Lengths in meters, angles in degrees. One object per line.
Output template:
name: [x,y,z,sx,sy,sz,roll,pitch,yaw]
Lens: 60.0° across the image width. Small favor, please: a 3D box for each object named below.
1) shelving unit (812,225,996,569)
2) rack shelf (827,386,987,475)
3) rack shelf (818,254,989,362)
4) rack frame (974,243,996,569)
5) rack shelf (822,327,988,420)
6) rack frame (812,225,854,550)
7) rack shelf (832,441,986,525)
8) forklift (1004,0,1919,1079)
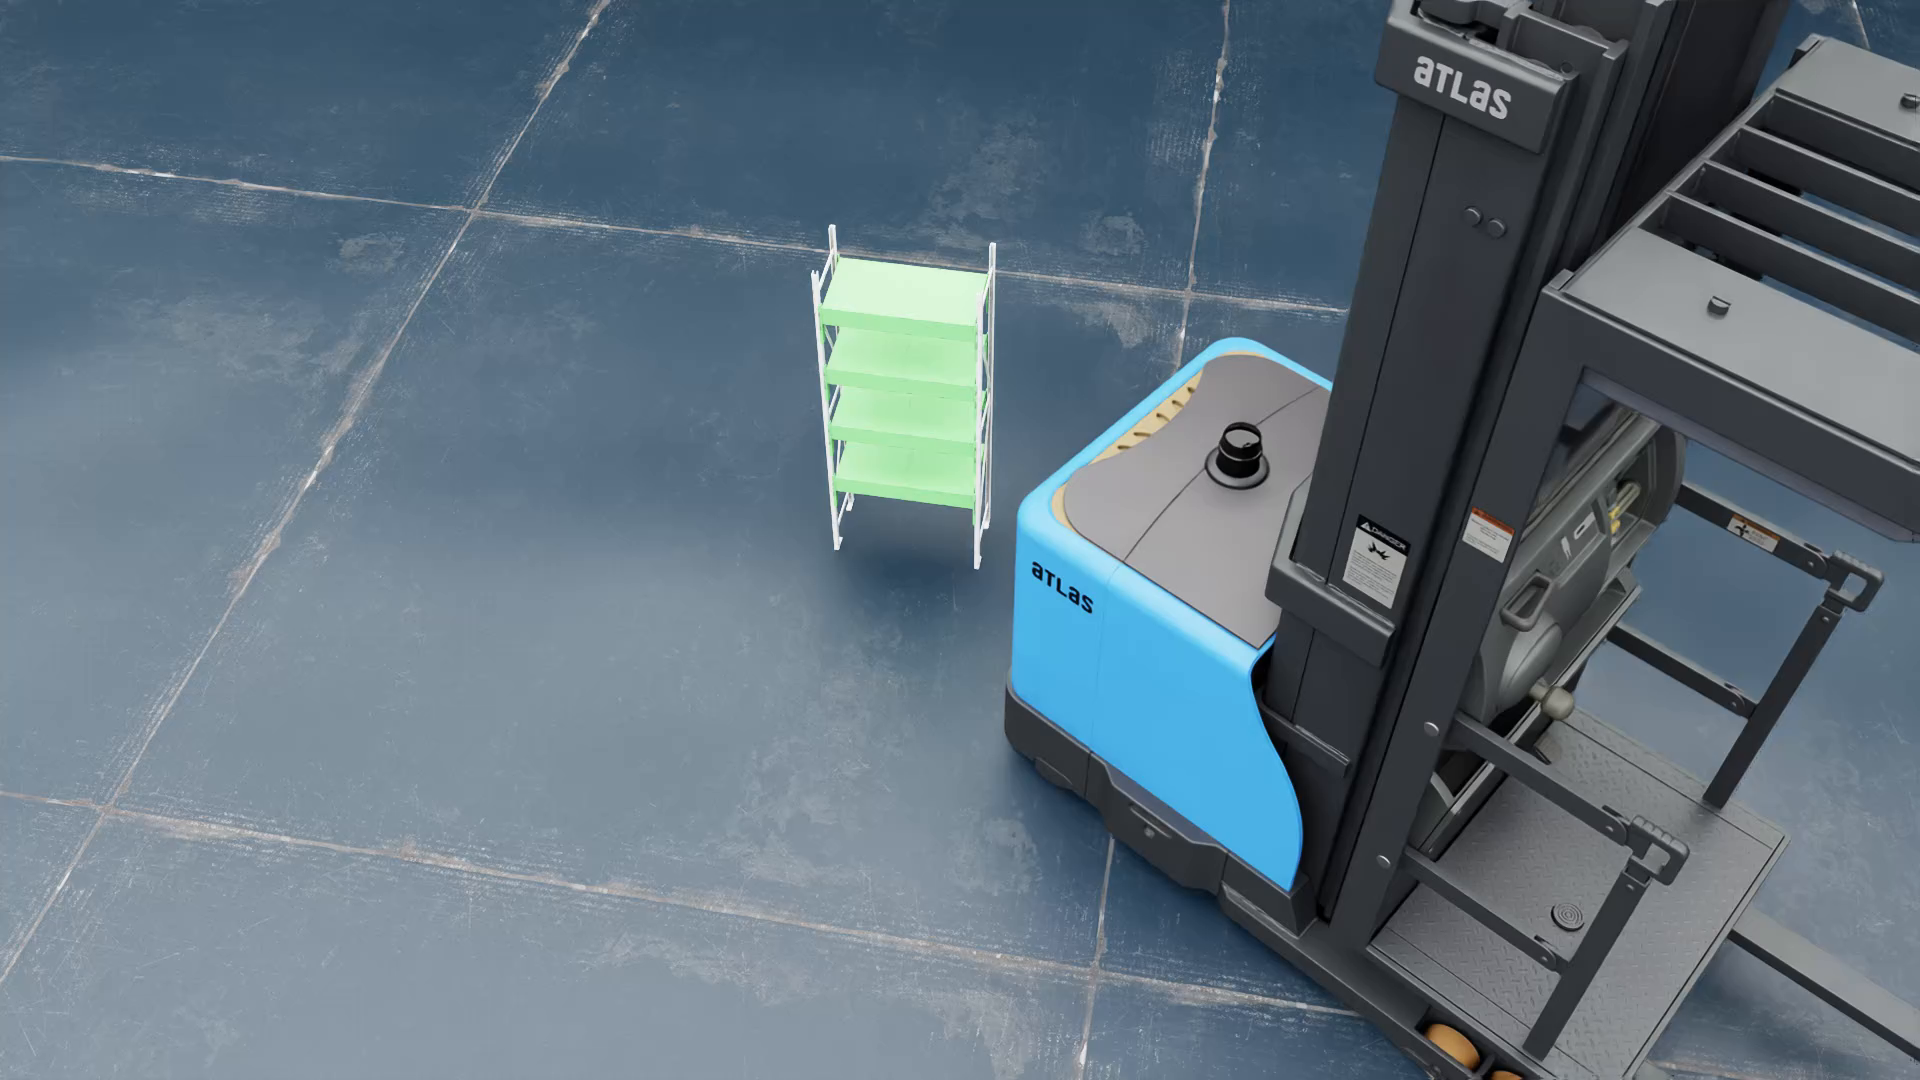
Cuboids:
shelving unit: [-0.163,-0.423,5.323,0.503,1.200,0.258,8,49,7]
rack shelf: [-0.163,-0.380,5.371,0.480,0.148,0.258,8,49,7]
rack shelf: [-0.163,-0.701,5.014,0.480,0.148,0.258,8,49,7]
rack frame: [0.077,-0.391,5.294,0.015,1.200,0.240,8,49,7]
rack shelf: [-0.163,-0.541,5.192,0.480,0.148,0.258,8,49,7]
rack frame: [-0.403,-0.455,5.352,0.015,1.200,0.240,8,49,7]
rack shelf: [-0.163,-0.220,5.549,0.480,0.148,0.258,8,49,7]
forklift: [1.564,0.123,3.669,3.031,2.935,1.130,34,56,27]
